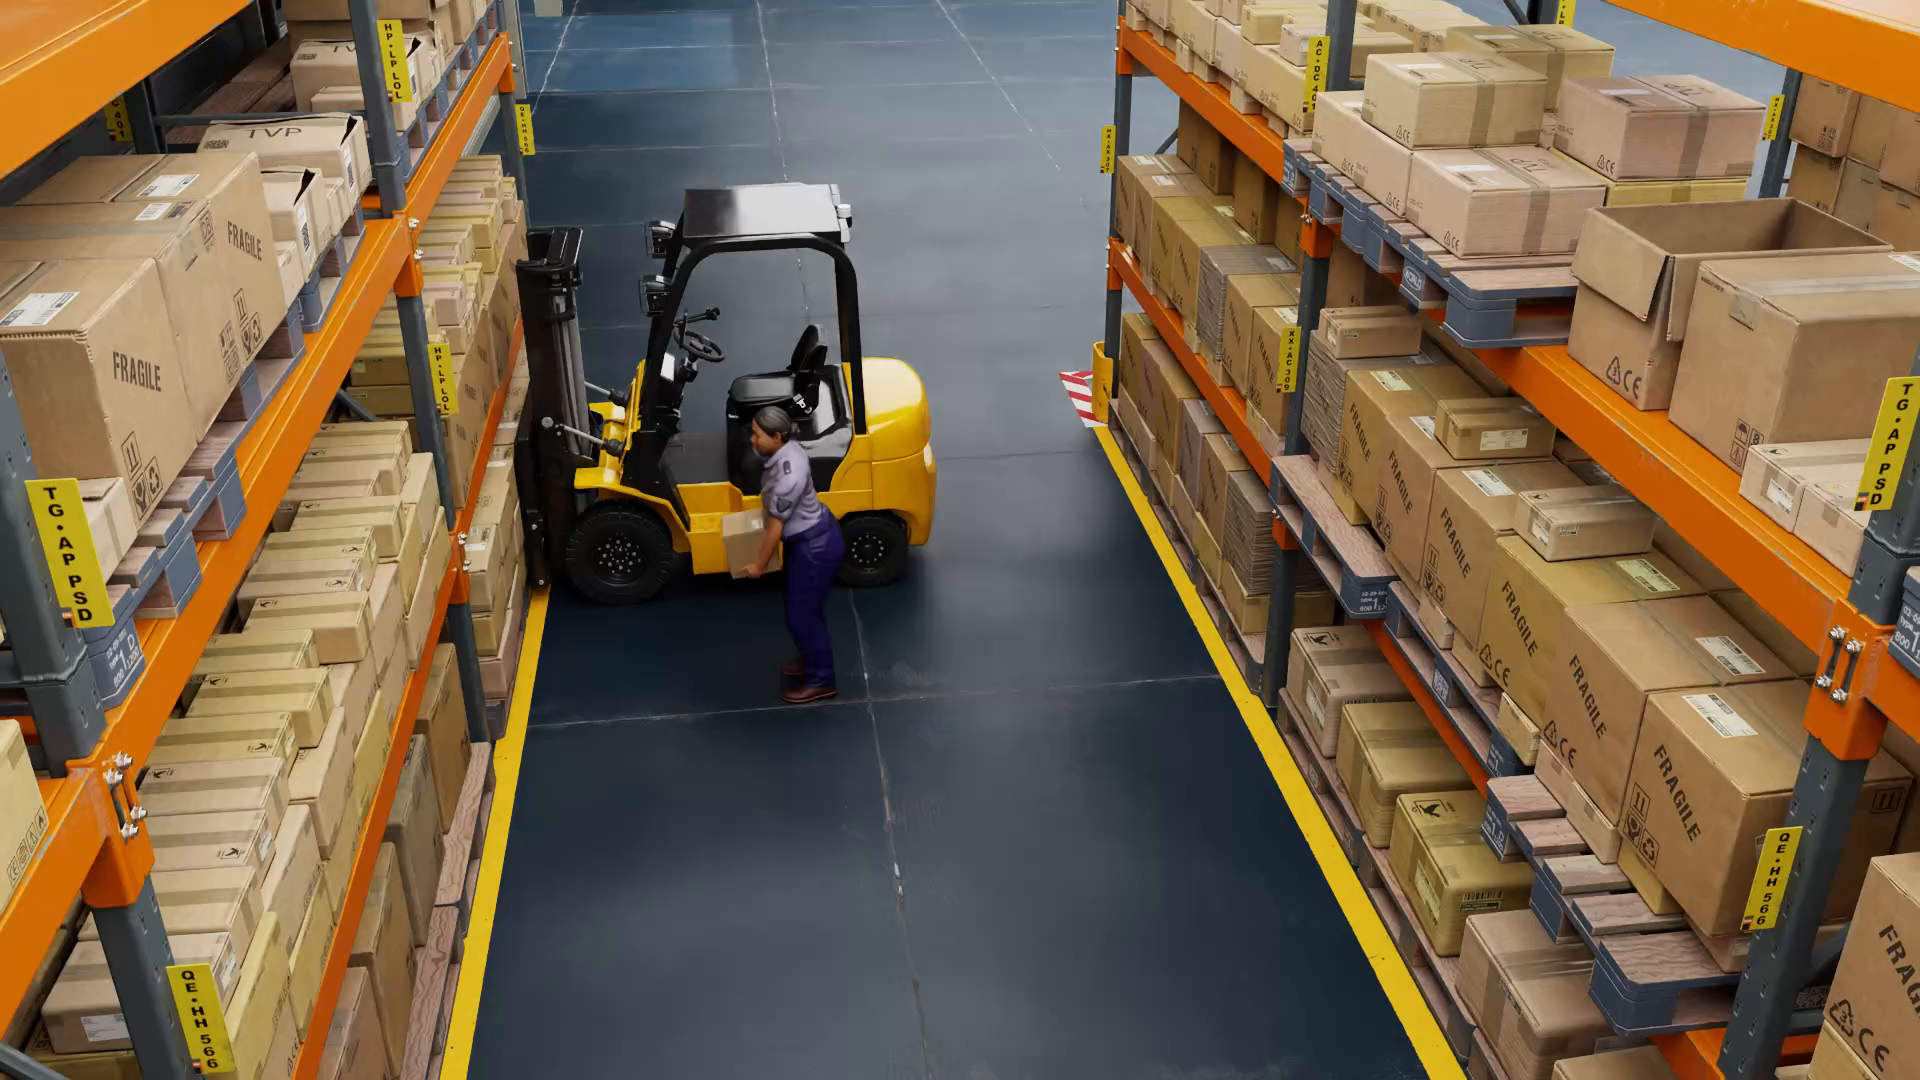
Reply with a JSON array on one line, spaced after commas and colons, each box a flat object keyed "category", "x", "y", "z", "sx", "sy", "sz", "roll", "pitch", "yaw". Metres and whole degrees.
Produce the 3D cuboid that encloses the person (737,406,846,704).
[{"category": "person", "x": -0.872, "y": 0.059, "z": 8.556, "sx": 0.559, "sy": 1.625, "sz": 0.436, "roll": -4, "pitch": 28, "yaw": -8}]
